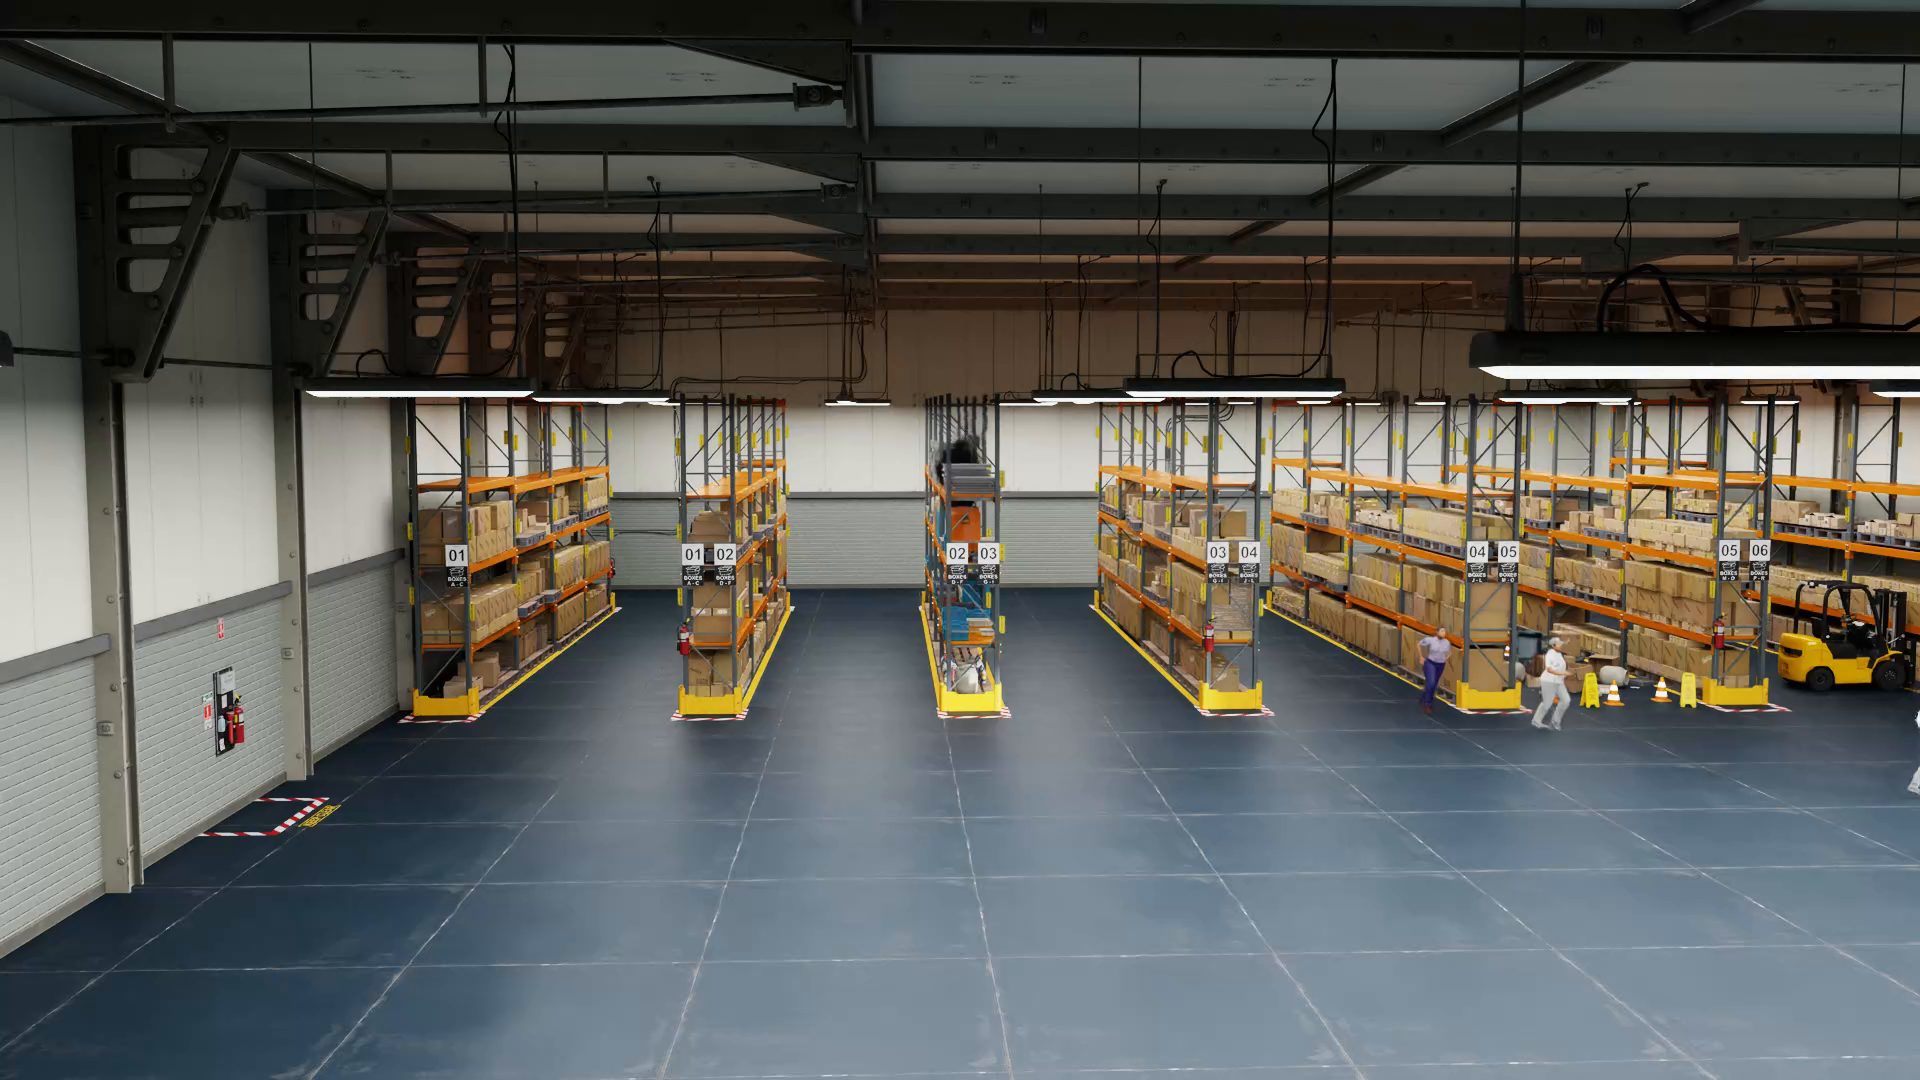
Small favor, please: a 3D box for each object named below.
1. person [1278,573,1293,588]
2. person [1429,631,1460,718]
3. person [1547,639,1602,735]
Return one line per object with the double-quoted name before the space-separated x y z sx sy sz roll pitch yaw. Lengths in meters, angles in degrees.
"person" 9.635 1.034 49.174 0.721 1.593 0.646 3 5 33
"person" 9.057 2.494 31.084 0.640 1.579 0.609 -2 5 -19
"person" 10.866 2.576 29.336 0.915 1.666 0.622 3 6 37
